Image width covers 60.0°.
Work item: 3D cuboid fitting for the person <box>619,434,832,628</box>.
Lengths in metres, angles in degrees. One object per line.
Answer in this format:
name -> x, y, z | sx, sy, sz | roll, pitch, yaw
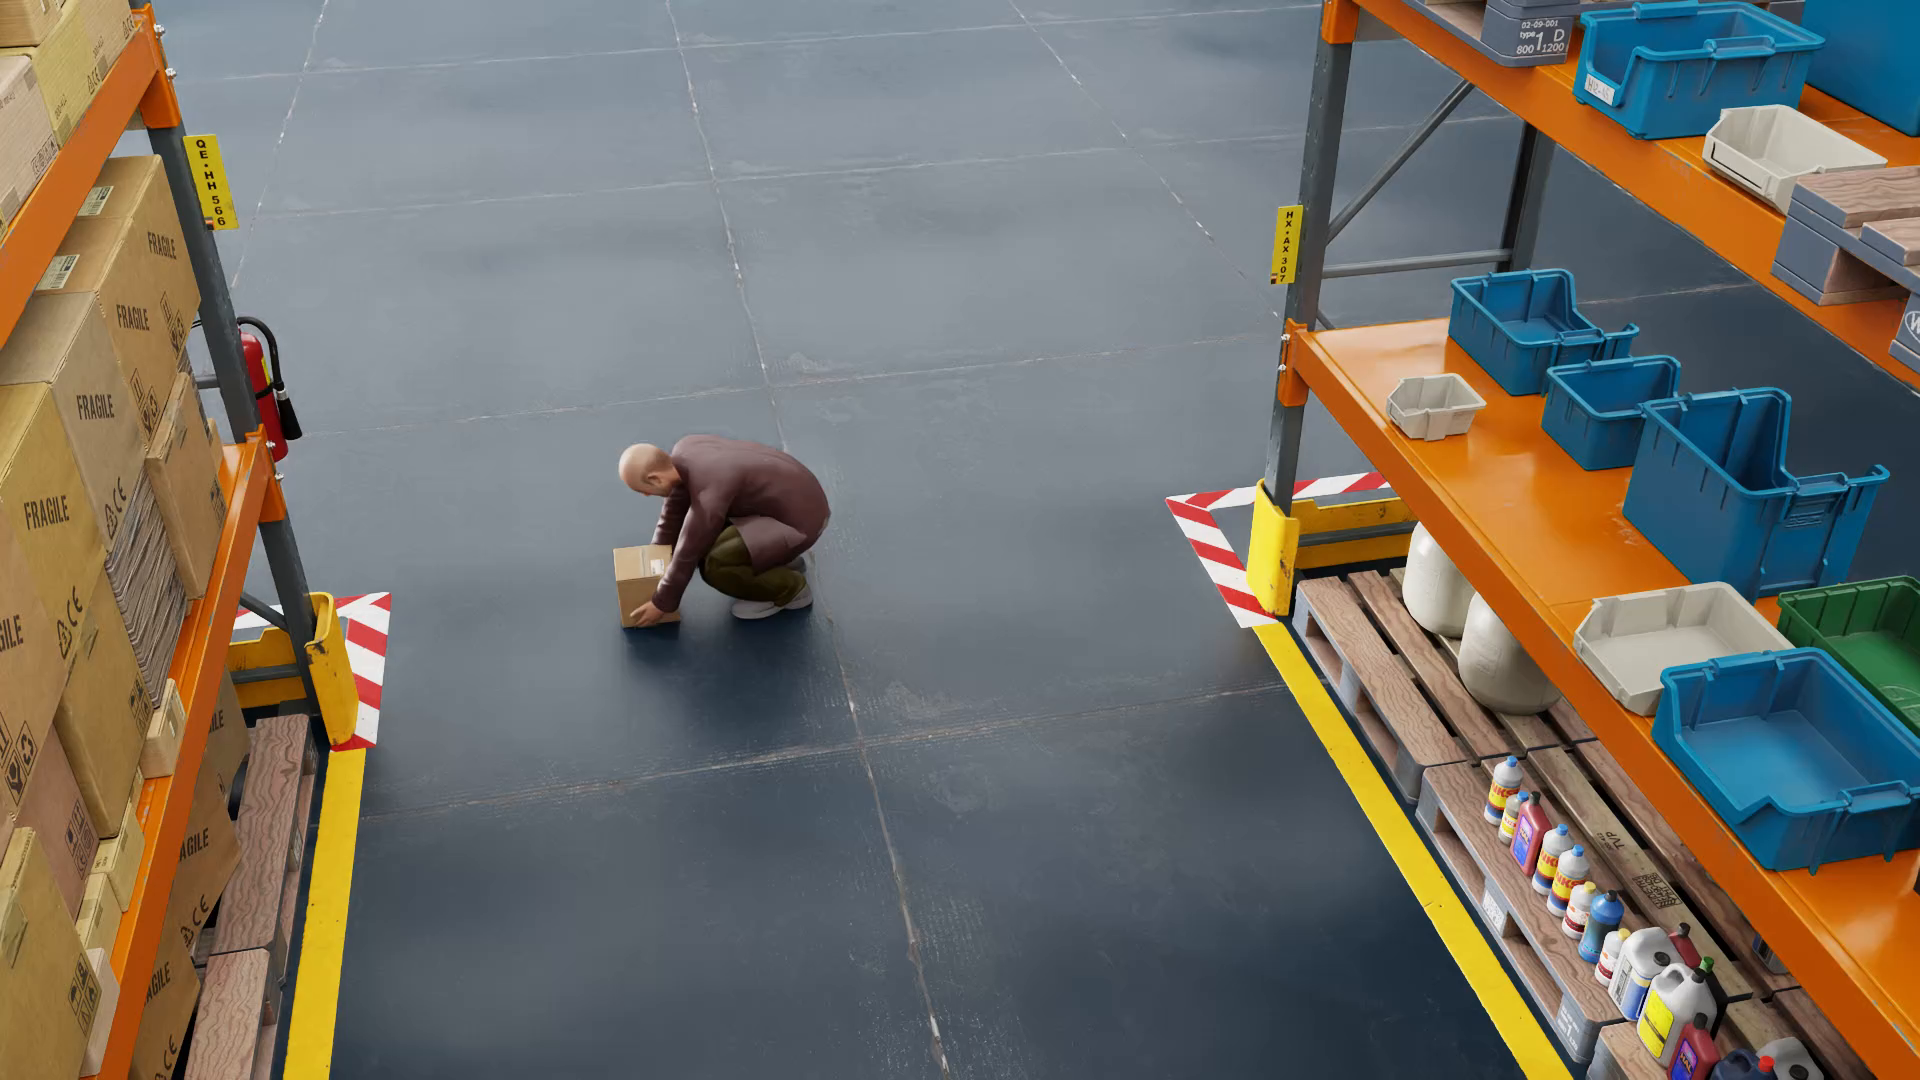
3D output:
person -> -1.007, -0.086, 7.142 | 0.909, 0.882, 0.595 | -7, 35, -10
